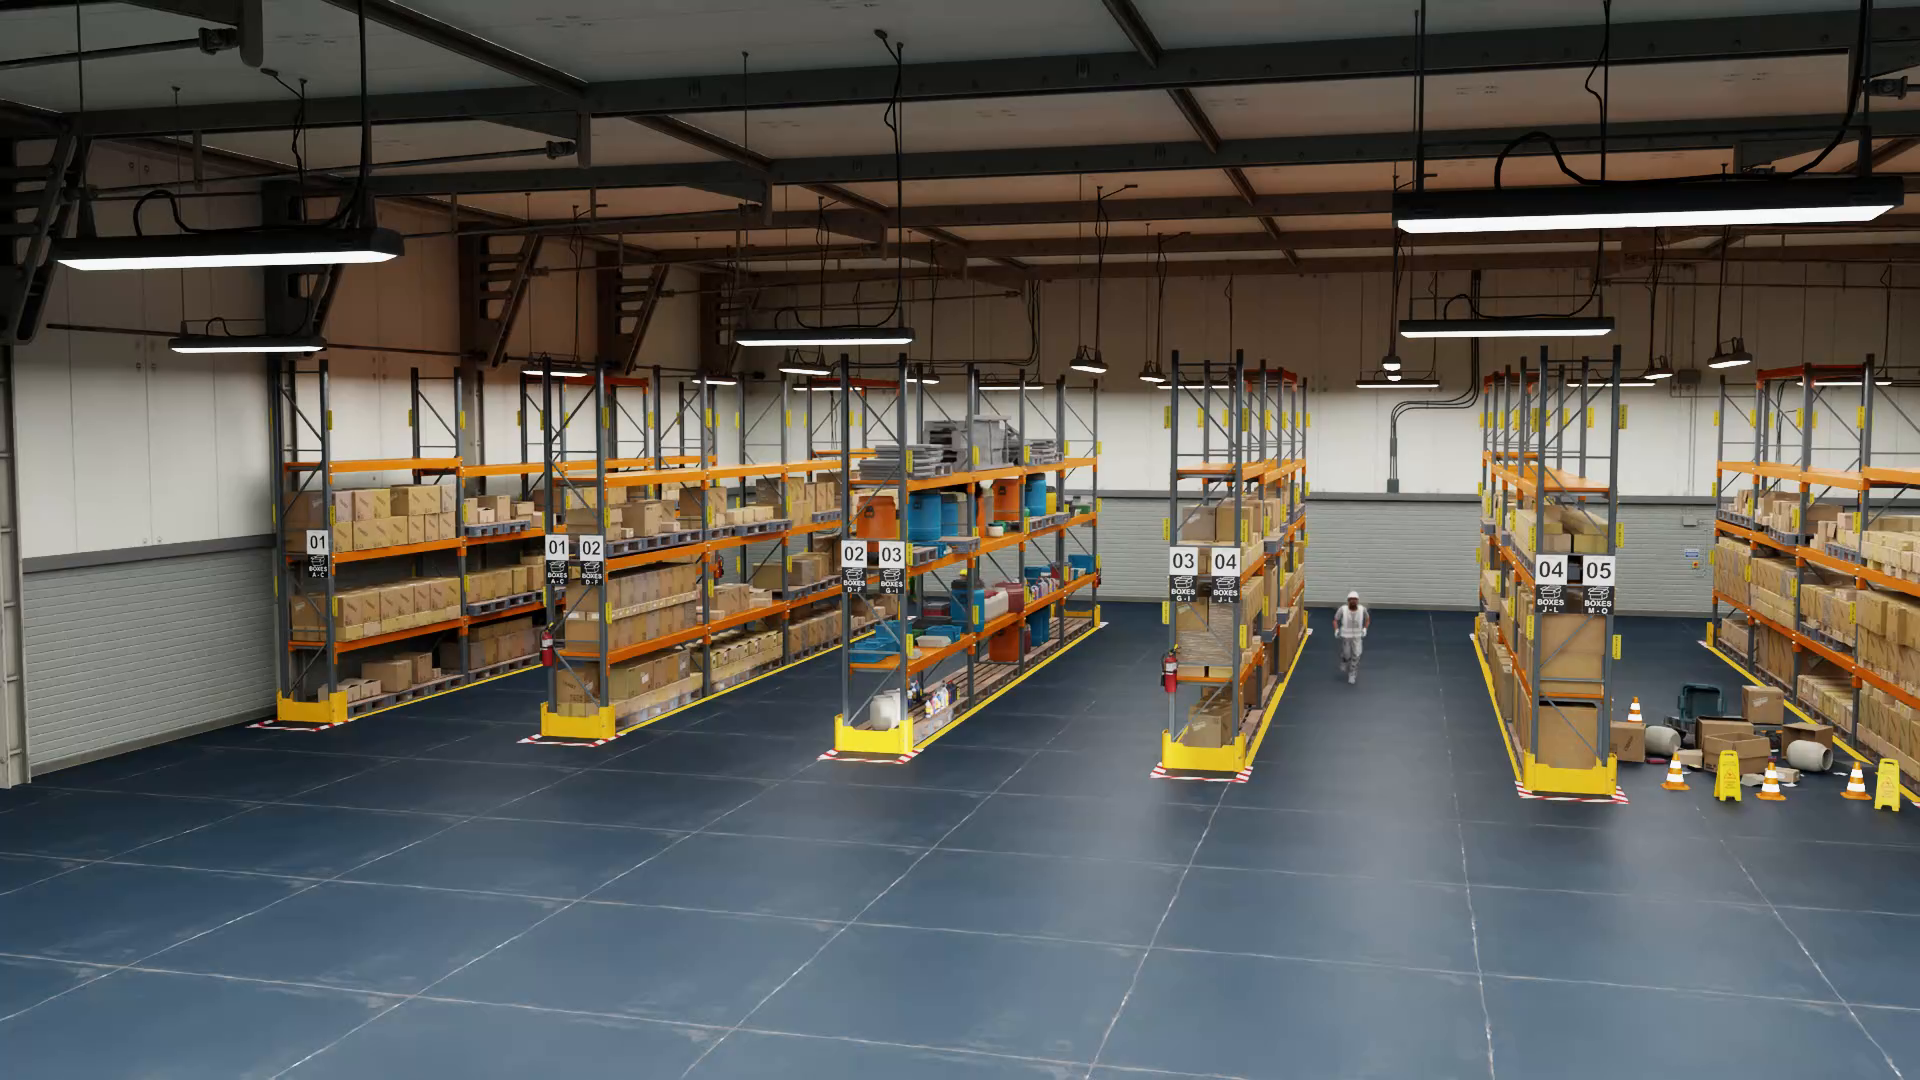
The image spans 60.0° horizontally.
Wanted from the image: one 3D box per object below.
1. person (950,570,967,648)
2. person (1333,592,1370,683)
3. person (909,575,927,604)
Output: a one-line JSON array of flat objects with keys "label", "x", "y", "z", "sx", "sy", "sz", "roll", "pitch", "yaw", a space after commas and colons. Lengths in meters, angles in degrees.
[{"label": "person", "x": 0.044, "y": 1.507, "z": 36.335, "sx": 0.691, "sy": 1.723, "sz": 0.638, "roll": 1, "pitch": 4, "yaw": 16}, {"label": "person", "x": 7.532, "y": 1.852, "z": 31.972, "sx": 0.701, "sy": 1.735, "sz": 0.667, "roll": 0, "pitch": 4, "yaw": 1}, {"label": "person", "x": -1.314, "y": 0.865, "z": 45.212, "sx": 0.700, "sy": 1.771, "sz": 0.700, "roll": -2, "pitch": 4, "yaw": -20}]
